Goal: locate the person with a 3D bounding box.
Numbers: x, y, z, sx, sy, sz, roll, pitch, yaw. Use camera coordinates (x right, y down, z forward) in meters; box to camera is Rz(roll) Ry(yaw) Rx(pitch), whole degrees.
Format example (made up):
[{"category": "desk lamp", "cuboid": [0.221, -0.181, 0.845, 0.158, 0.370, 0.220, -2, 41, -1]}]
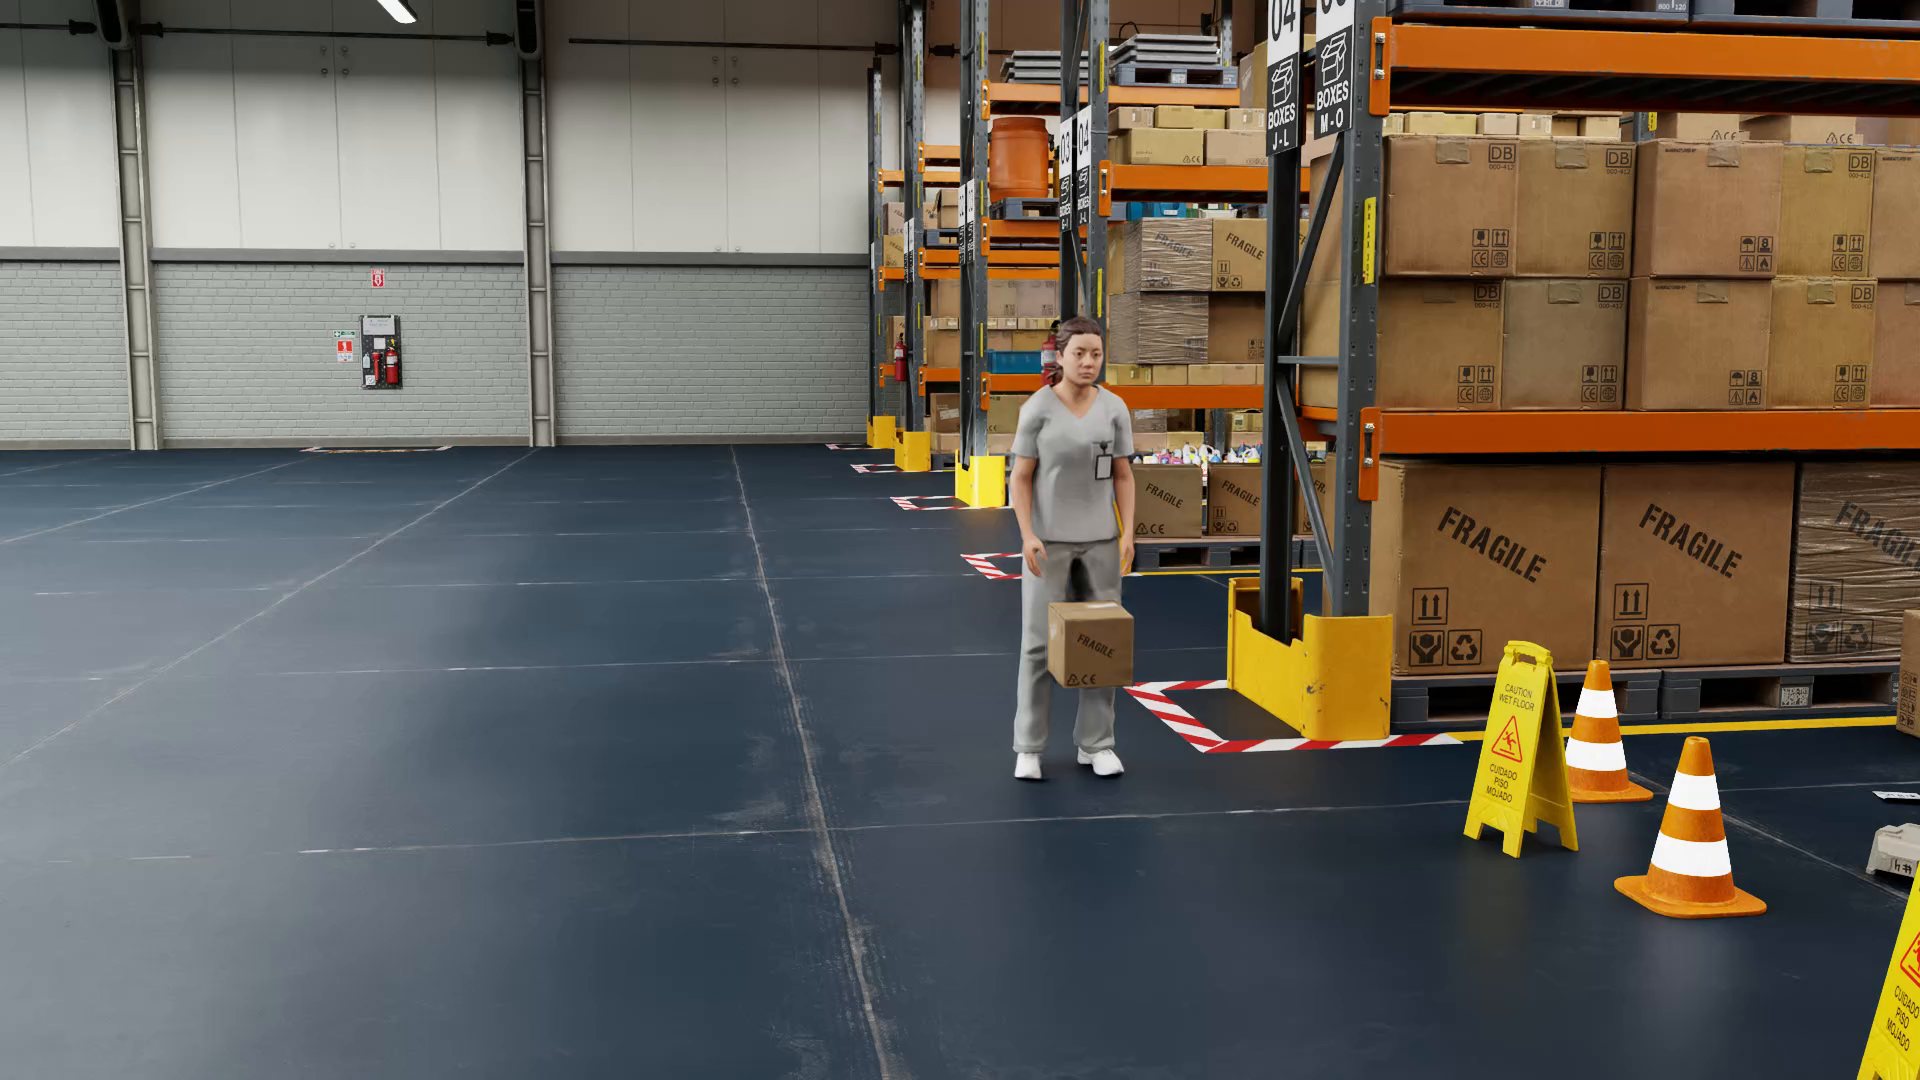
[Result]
[{"category": "person", "cuboid": [0.417, 0.022, 6.098, 0.474, 1.676, 0.359, -1, 7, -10]}]
